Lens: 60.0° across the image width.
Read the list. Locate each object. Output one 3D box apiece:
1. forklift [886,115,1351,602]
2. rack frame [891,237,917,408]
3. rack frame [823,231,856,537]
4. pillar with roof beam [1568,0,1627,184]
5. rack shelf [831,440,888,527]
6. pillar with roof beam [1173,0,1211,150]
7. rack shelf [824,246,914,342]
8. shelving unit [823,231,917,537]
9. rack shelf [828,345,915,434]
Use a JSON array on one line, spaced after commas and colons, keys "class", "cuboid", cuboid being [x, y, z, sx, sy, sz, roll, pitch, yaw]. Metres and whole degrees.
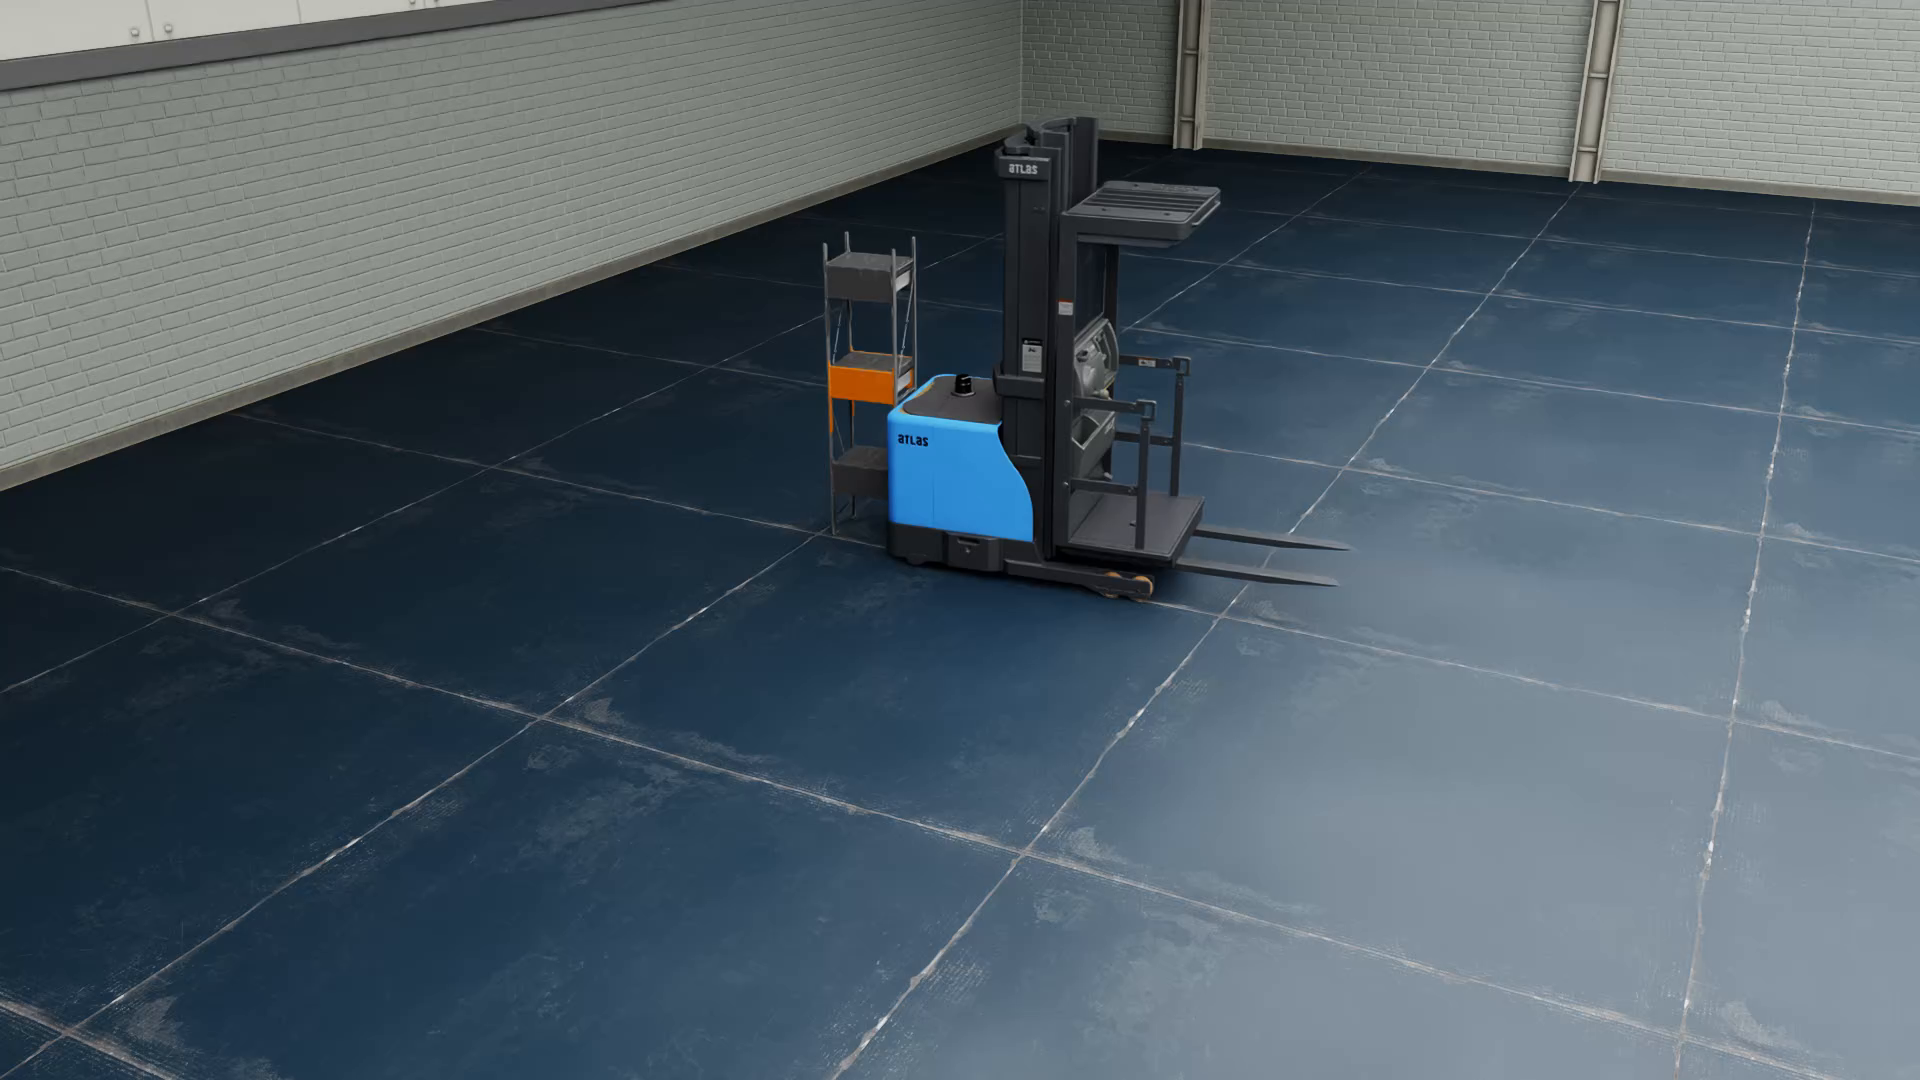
[{"class": "forklift", "cuboid": [1.073, -1.180, 10.779, 3.031, 2.935, 1.130, 8, 24, 18]}, {"class": "rack frame", "cuboid": [-0.374, -1.000, 11.418, 0.015, 2.100, 0.400, 8, 24, 18]}, {"class": "rack frame", "cuboid": [-0.834, -1.064, 11.568, 0.015, 2.100, 0.400, 8, 24, 18]}, {"class": "pillar with roof beam", "cuboid": [7.025, -7.802, 18.597, 0.400, 9.000, 9.100, 11, 25, 25]}, {"class": "rack shelf", "cuboid": [-0.604, -0.375, 11.772, 0.480, 0.518, 0.431, 8, 24, 18]}, {"class": "pillar with roof beam", "cuboid": [1.671, -8.862, 21.089, 0.400, 9.000, 9.100, 11, 25, 25]}, {"class": "rack shelf", "cuboid": [-0.604, -1.663, 11.224, 0.480, 0.518, 0.431, 8, 24, 18]}, {"class": "shelving unit", "cuboid": [-0.604, -1.032, 11.493, 0.503, 2.100, 0.431, 8, 24, 18]}, {"class": "rack shelf", "cuboid": [-0.604, -1.019, 11.498, 0.480, 0.518, 0.431, 8, 24, 18]}]
